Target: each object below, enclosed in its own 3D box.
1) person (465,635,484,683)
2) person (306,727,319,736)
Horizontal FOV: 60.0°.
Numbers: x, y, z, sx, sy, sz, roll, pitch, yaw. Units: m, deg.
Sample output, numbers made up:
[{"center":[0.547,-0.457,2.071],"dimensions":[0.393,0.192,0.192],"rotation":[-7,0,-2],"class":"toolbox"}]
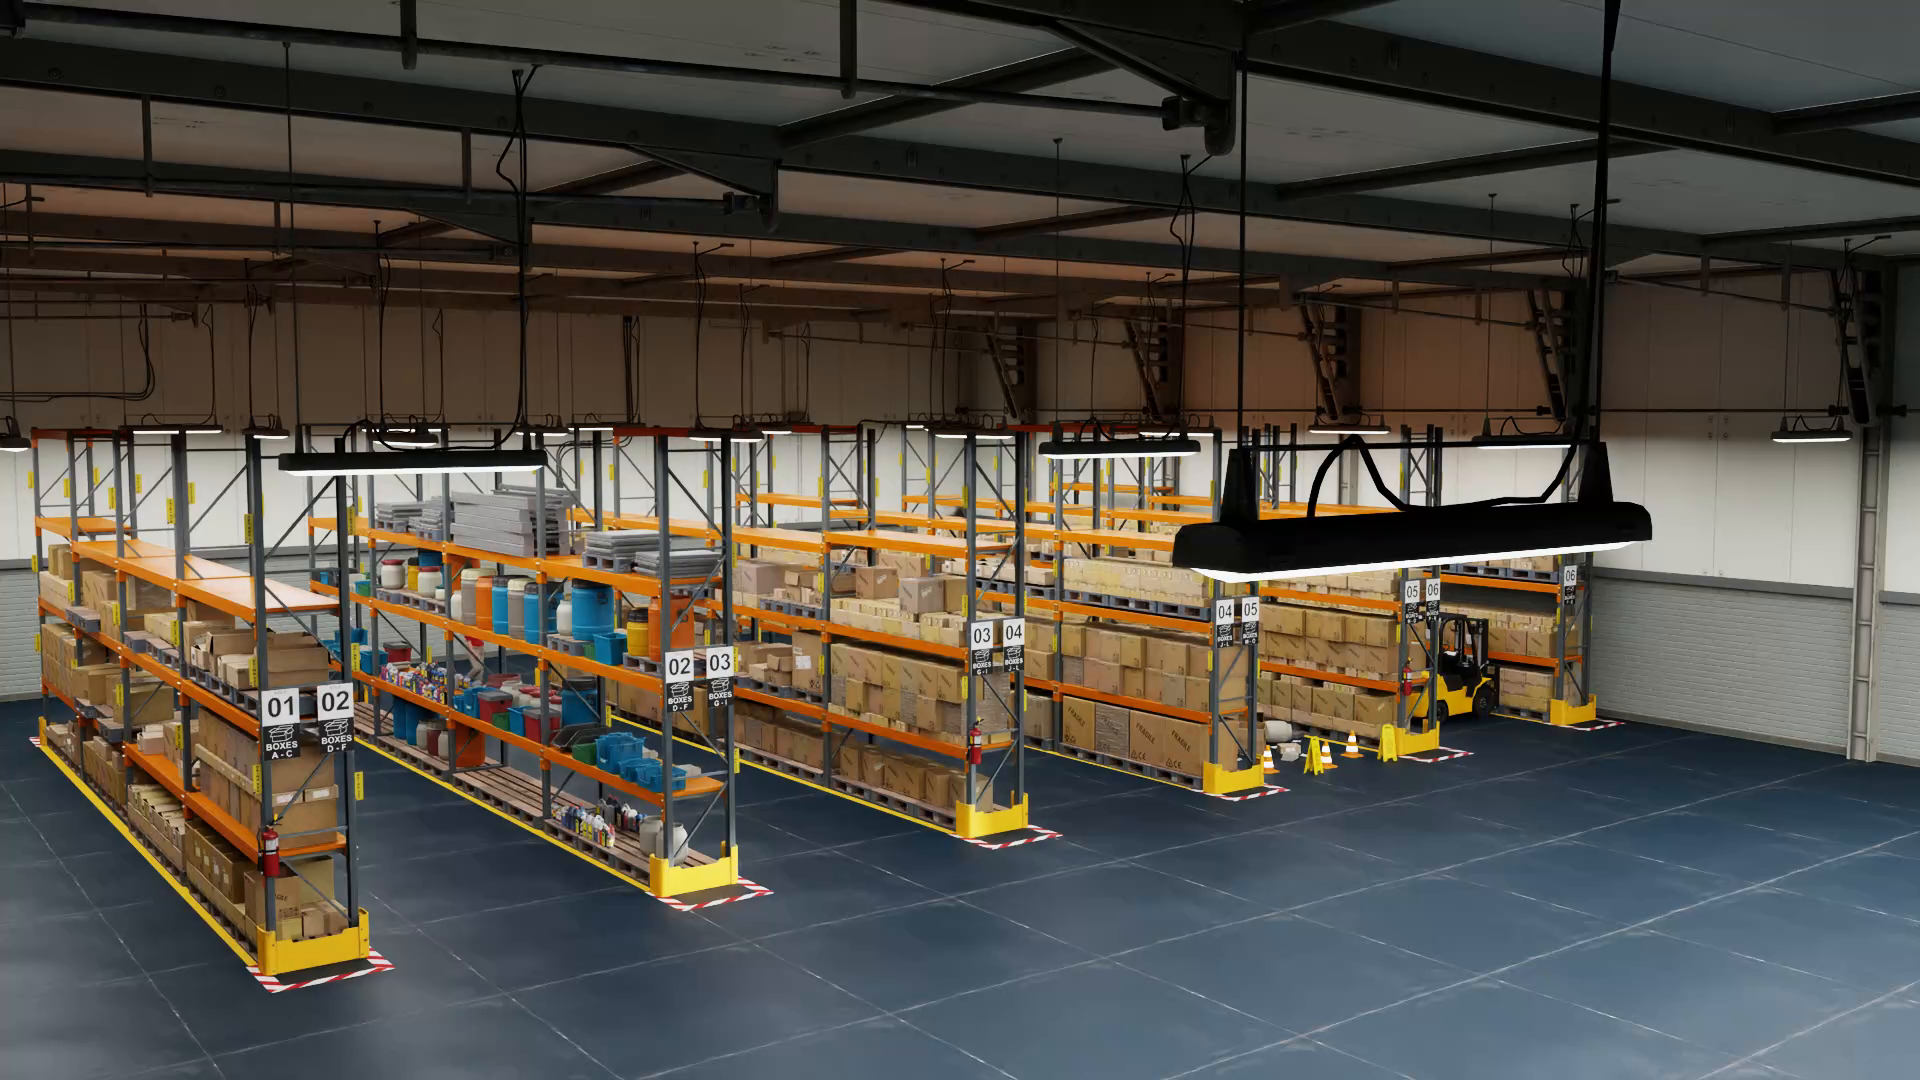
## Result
[{"center":[-10.847,2.550,37.349],"dimensions":[0.577,1.713,0.559],"rotation":[1,5,12],"class":"person"},{"center":[-11.257,3.191,28.801],"dimensions":[0.549,1.825,0.645],"rotation":[-1,5,-11],"class":"person"}]
